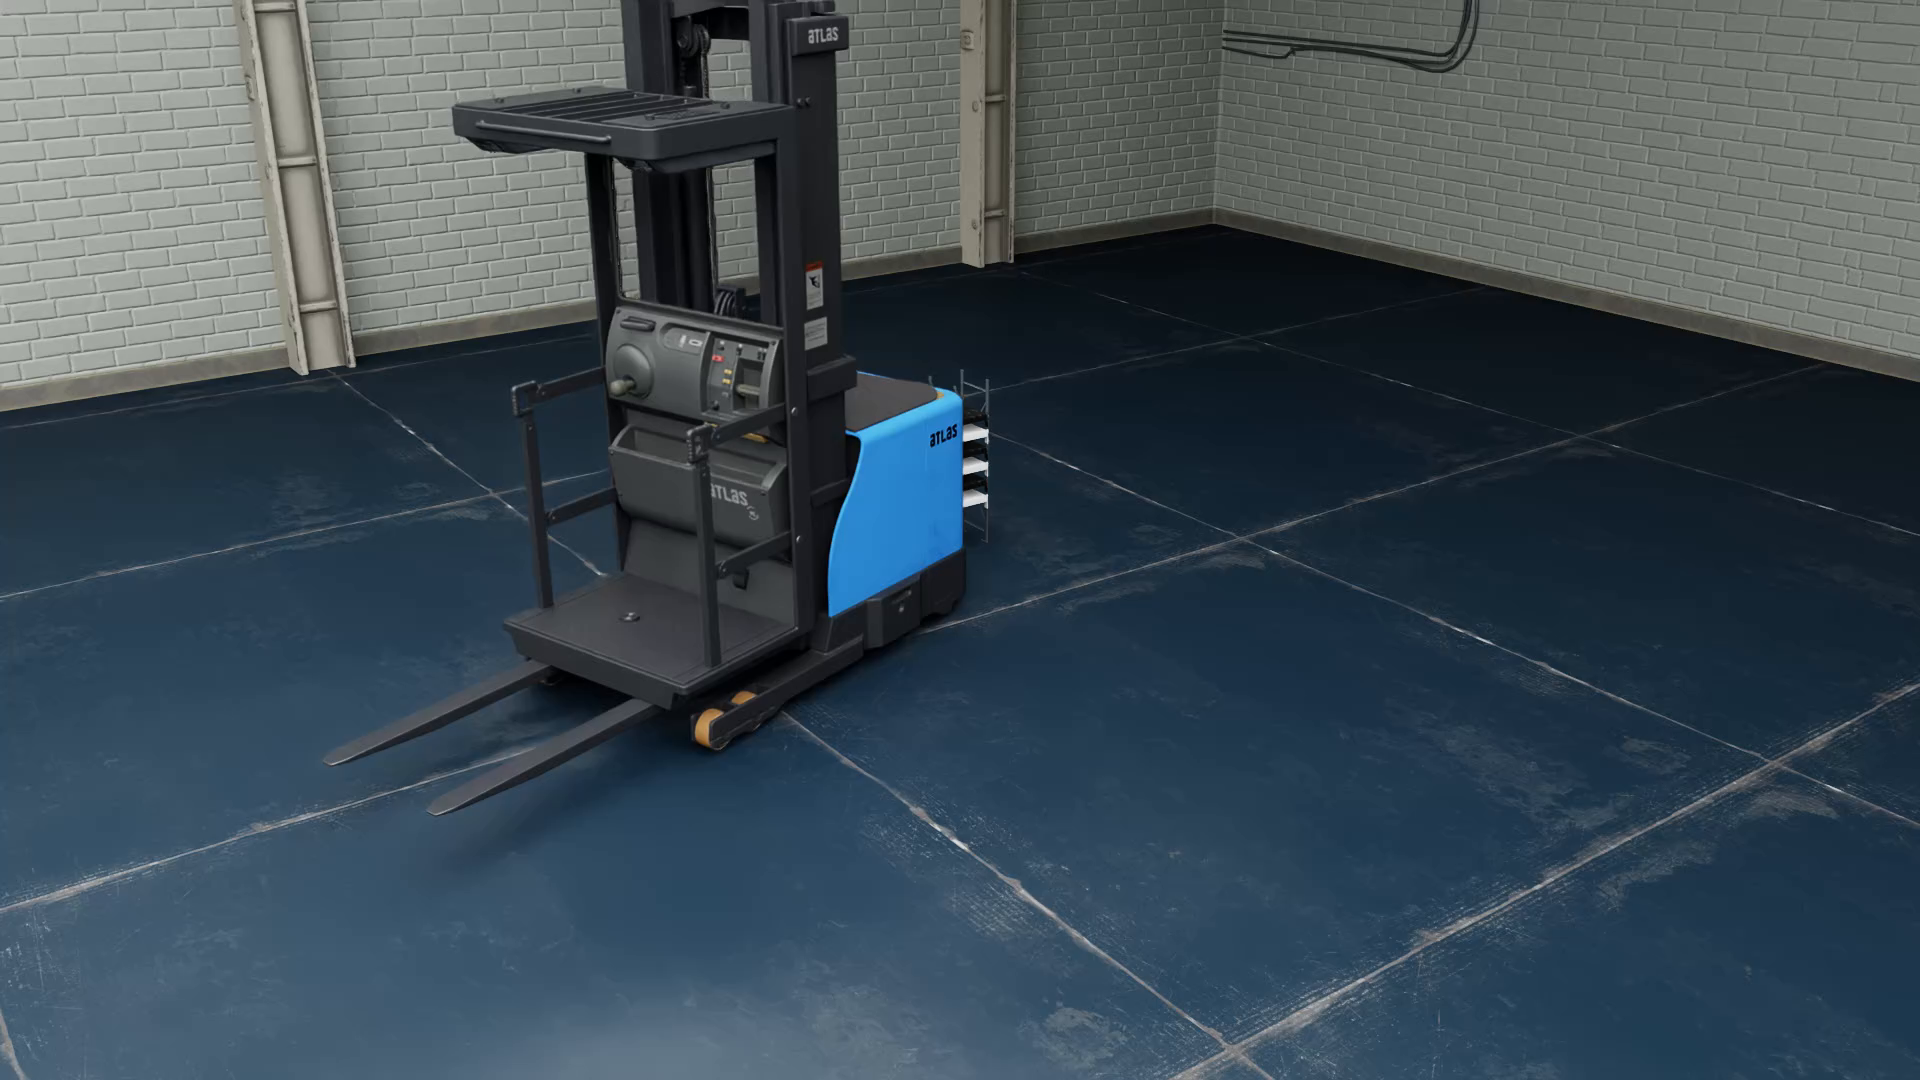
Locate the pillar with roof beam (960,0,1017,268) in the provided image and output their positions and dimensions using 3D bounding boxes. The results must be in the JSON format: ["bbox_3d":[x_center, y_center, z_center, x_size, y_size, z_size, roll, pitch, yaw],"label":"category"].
[{"bbox_3d":[2.765,-5.444,10.398,0.400,9.000,9.100,-15,26,-33],"label":"pillar with roof beam"}]

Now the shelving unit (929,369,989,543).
[{"bbox_3d":[-0.007,-0.416,8.725,0.210,0.900,0.258,-15,26,-33],"label":"shelving unit"}]

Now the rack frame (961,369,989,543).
[{"bbox_3d":[0.076,-0.438,8.780,0.006,0.900,0.240,-15,26,-33],"label":"rack frame"}]

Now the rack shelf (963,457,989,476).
[{"bbox_3d":[-0.007,-0.385,8.738,0.200,0.077,0.258,-15,26,-33],"label":"rack shelf"}]

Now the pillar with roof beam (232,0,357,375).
[{"bbox_3d":[-2.105,-4.146,7.144,0.400,9.000,9.100,-15,26,-33],"label":"pillar with roof beam"}]

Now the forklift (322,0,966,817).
[{"bbox_3d":[-1.237,-0.711,6.723,1.130,2.935,3.031,15,26,33],"label":"forklift"}]

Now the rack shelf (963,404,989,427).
[{"bbox_3d":[-0.007,-0.636,8.637,0.200,0.077,0.258,-15,26,-33],"label":"rack shelf"}]

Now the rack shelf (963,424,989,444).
[{"bbox_3d":[-0.007,-0.552,8.671,0.200,0.077,0.258,-15,26,-33],"label":"rack shelf"}]

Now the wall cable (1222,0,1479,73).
[{"bbox_3d":[3.415,-5.537,14.820,0.112,2.526,3.097,-15,26,-33],"label":"wall cable"}]

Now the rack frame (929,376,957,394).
[{"bbox_3d":[-0.089,-0.394,8.670,0.006,0.900,0.240,-15,26,-33],"label":"rack frame"}]

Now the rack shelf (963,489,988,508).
[{"bbox_3d":[-0.007,-0.218,8.804,0.200,0.077,0.258,-15,26,-33],"label":"rack shelf"}]

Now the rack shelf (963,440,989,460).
[{"bbox_3d":[-0.007,-0.469,8.704,0.200,0.077,0.258,-15,26,-33],"label":"rack shelf"}]

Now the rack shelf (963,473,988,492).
[{"bbox_3d":[-0.007,-0.302,8.771,0.200,0.077,0.258,-15,26,-33],"label":"rack shelf"}]
